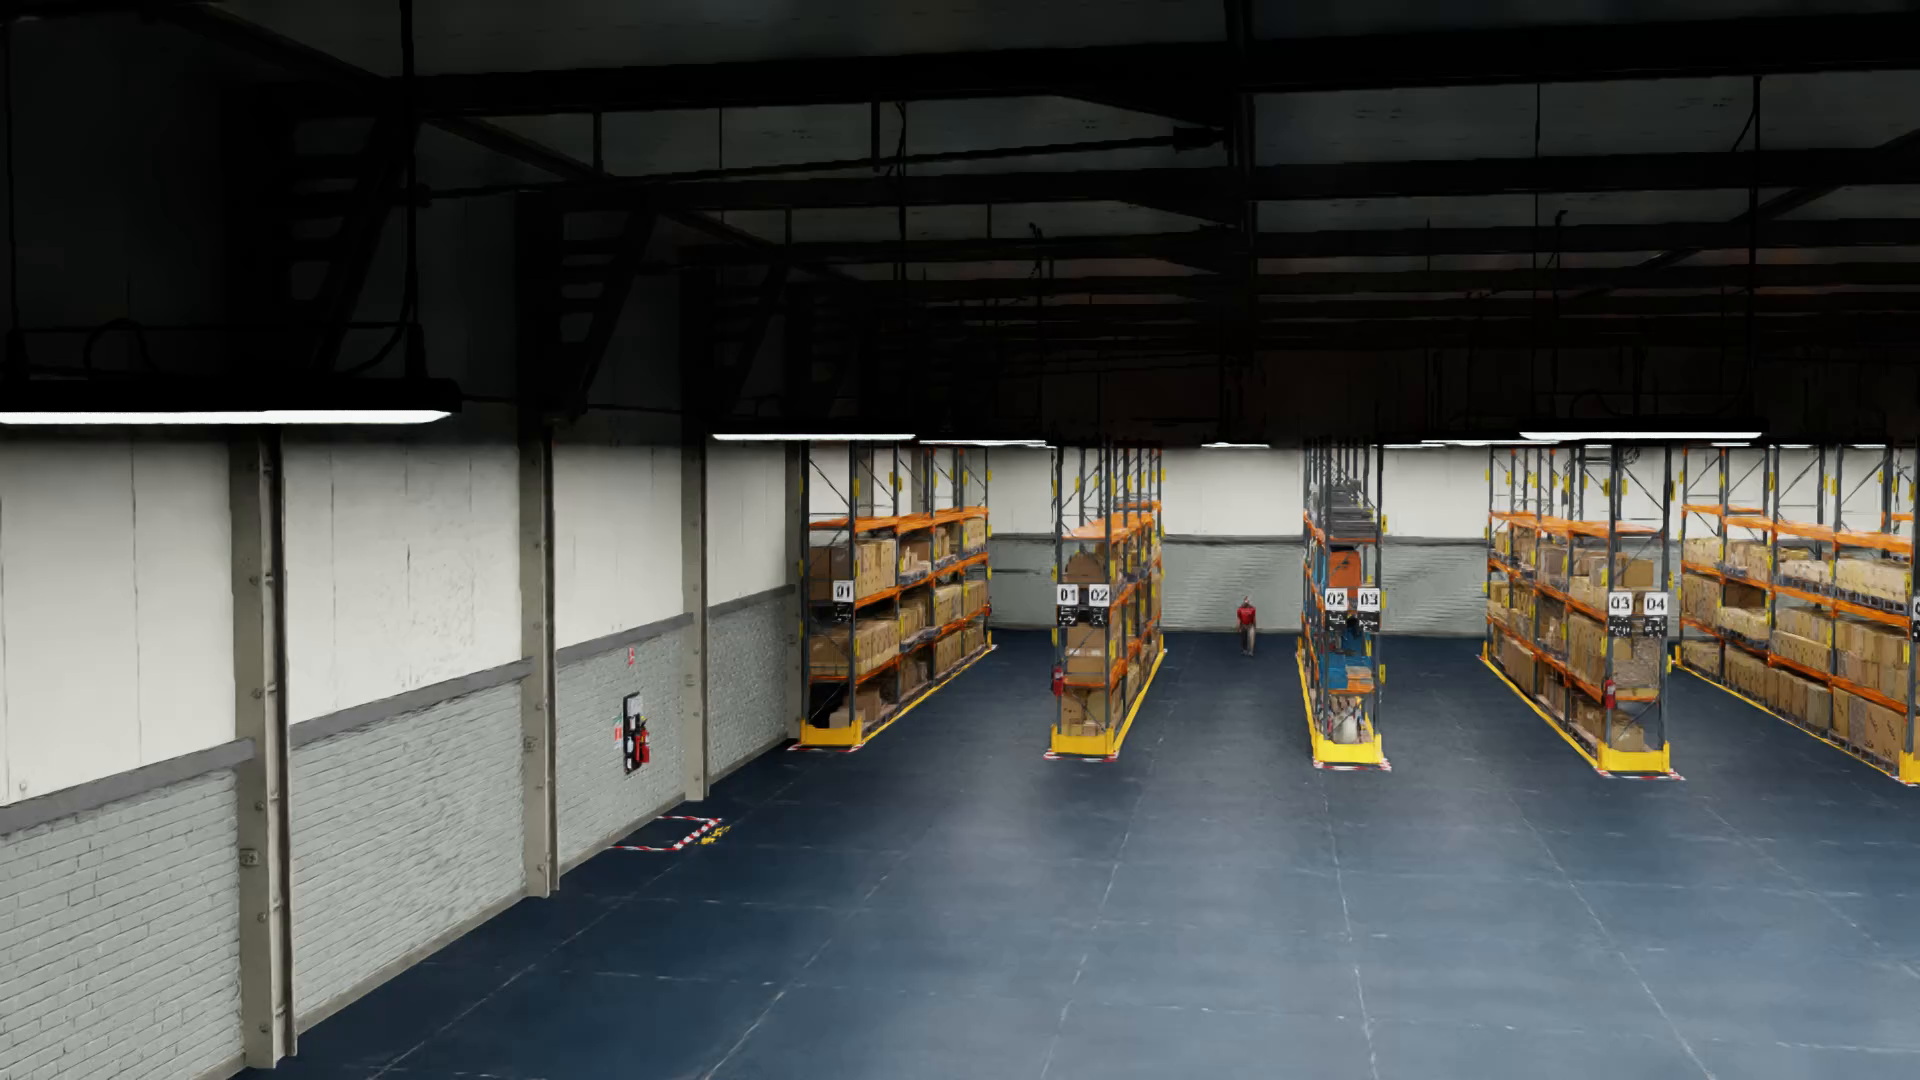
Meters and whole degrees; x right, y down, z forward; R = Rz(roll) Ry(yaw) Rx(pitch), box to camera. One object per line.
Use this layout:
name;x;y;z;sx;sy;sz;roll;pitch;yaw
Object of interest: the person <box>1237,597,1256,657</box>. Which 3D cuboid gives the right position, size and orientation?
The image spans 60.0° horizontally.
person;7.940;2.391;46.106;0.542;1.645;1.126;1;3;12
